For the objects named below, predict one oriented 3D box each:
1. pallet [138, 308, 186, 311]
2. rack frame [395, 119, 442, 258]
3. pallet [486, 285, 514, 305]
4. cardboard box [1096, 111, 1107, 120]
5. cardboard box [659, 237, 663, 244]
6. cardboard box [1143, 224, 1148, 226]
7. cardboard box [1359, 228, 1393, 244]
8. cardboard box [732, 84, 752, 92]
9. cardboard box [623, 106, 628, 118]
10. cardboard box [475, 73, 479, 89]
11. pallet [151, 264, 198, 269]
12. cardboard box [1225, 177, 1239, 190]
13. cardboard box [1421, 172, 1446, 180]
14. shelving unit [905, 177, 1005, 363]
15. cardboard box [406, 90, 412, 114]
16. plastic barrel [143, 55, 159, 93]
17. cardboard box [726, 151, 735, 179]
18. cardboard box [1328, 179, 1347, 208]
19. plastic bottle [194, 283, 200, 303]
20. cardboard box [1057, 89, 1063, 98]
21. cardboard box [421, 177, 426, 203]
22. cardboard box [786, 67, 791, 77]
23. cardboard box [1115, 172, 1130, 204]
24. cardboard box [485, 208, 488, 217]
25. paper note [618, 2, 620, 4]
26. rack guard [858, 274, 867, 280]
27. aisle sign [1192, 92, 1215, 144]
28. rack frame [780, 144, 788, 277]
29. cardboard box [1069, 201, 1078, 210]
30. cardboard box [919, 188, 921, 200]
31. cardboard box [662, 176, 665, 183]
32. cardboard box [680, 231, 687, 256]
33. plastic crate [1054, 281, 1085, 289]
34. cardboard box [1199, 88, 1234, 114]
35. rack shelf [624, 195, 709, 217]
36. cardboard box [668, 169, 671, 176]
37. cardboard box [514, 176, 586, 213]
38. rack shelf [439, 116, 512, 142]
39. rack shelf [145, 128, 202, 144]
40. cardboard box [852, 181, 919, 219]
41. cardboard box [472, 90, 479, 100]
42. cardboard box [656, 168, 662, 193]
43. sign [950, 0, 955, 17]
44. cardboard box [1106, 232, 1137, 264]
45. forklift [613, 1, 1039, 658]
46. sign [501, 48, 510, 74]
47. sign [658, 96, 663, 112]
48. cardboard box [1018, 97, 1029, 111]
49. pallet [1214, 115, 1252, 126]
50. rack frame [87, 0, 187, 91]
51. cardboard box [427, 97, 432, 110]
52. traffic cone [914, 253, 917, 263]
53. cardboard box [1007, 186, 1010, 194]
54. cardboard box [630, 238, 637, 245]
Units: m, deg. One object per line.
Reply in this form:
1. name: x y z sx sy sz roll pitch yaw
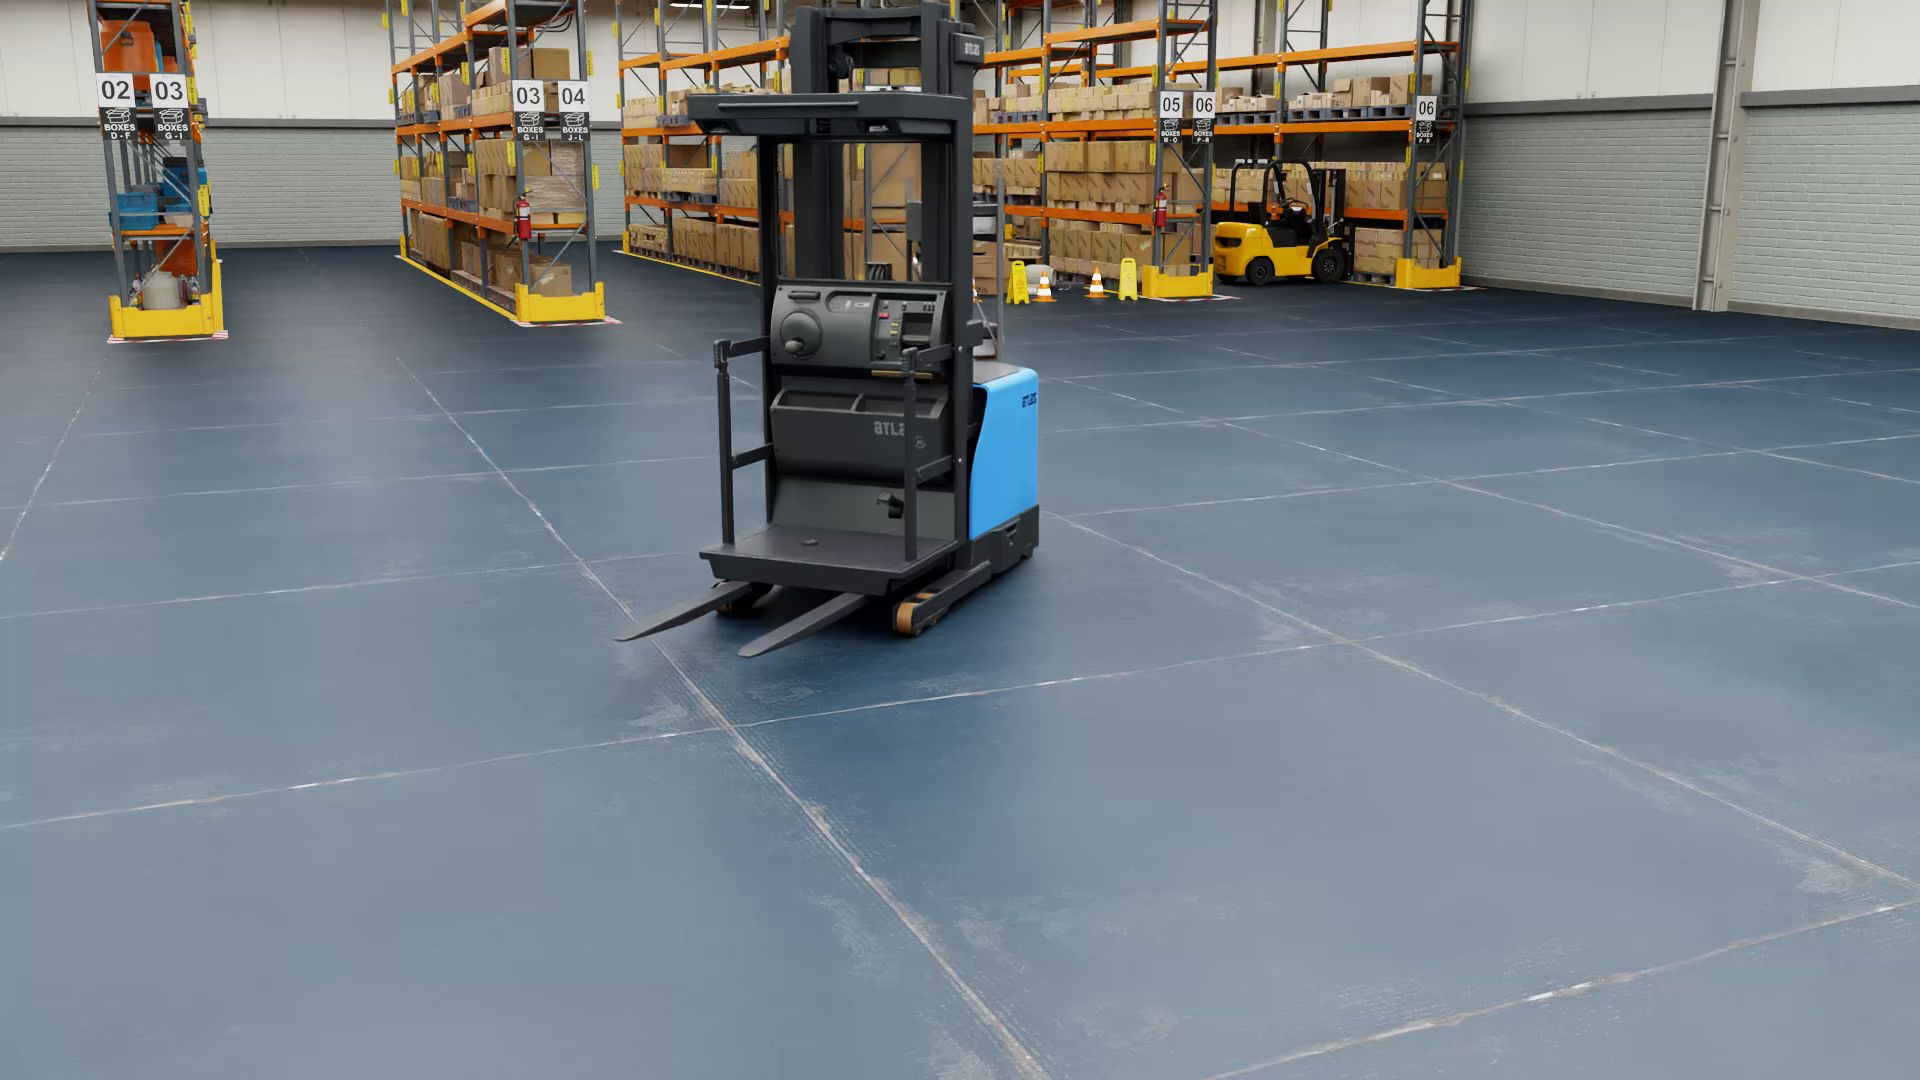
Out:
1. pallet: -10.453 -2.892 21.899 1.003 0.211 1.213 -6 14 -23
2. rack frame: -11.930 -7.824 37.023 1.000 3.000 0.127 -6 14 -23
3. pallet: -6.821 -3.851 26.040 1.003 0.211 1.213 -6 14 -23
4. cardboard box: 2.505 -7.114 27.861 0.380 0.149 0.250 -6 14 -24
5. cardboard box: -6.279 -6.477 35.932 0.380 0.149 0.250 -6 14 -26
6. cardboard box: 4.269 -7.009 36.677 0.380 0.149 0.250 -6 14 -25
7. cardboard box: 7.426 -5.387 29.441 0.500 0.250 0.500 -5 14 -22
8. cardboard box: -4.256 -8.696 32.221 0.396 0.266 0.258 -6 14 -23
9. cardboard box: -7.403 -9.767 37.989 0.500 0.250 0.500 -5 14 -22
10. cardboard box: -7.598 -7.362 27.213 0.797 0.503 0.637 -5 14 -21
11. pallet: -14.595 -5.029 31.129 1.003 0.211 1.213 -6 14 -23
12. cardboard box: 5.661 -7.150 33.333 0.500 0.250 0.500 -5 14 -22
13. cardboard box: 8.208 -6.321 28.868 0.380 0.149 0.250 -6 14 -24
14. shelving unit: -0.034 -1.075 9.859 0.431 2.100 0.503 -6 14 -23
15. cardboard box: -11.306 -9.255 35.180 0.700 0.500 0.500 -7 15 -27
16. plastic barrel: -10.632 -6.053 21.369 0.600 0.588 0.600 0 13 0
17. cardboard box: -3.969 -7.041 31.199 0.700 0.500 0.500 -6 14 -23
18. cardboard box: 7.052 -6.306 30.243 0.500 0.500 0.500 -6 14 -23
19. plastic bottle: -10.573 -3.413 23.014 0.061 0.283 0.133 -5 14 -22
20. cardboard box: 1.915 -7.822 29.150 0.380 0.149 0.250 -5 14 -21
21. cardboard box: -10.372 -6.929 32.933 0.500 0.500 0.500 -6 14 -23
22. cardboard box: -2.600 -7.594 27.013 0.380 0.149 0.250 -6 14 -23
23. cardboard box: 2.894 -5.798 27.389 0.500 0.500 0.500 -6 14 -23
24. cardboard box: -7.098 -5.049 25.590 0.380 0.149 0.250 -6 14 -23
25. paper note: -7.694 -12.110 37.511 0.001 0.032 0.123 -6 14 -23
26. rack guard: -0.926 -3.723 24.846 1.175 0.500 0.348 -6 14 -23
27. aisle sign: 3.869 -6.695 26.381 0.394 0.787 0.004 -6 14 -23
28. rack frame: -2.538 -5.772 28.157 1.000 3.000 0.127 -6 14 -23
29. cardboard box: 2.140 -5.870 29.136 0.380 0.149 0.250 -5 14 -21
30. cardboard box: -0.722 -7.387 35.466 0.500 0.250 0.500 -6 14 -24
31. cardboard box: -6.006 -7.529 34.714 0.380 0.149 0.250 -5 14 -22
32. cardboard box: -5.476 -6.126 34.298 0.500 0.500 0.500 -5 14 -20
33. plastic crate: 1.835 -4.419 28.786 0.402 0.080 0.583 -12 18 -42
34. cardboard box: 5.262 -9.012 34.129 0.700 0.500 0.500 -6 14 -24
35. rack shelf: -6.543 -7.488 37.165 1.077 0.370 4.000 -6 14 -23
36. cardboard box: -5.788 -7.564 34.204 0.380 0.149 0.250 -5 14 -22
37. cardboard box: -5.716 -4.828 23.197 0.875 0.500 0.500 -6 14 -23
38. rack shelf: -7.924 -6.869 27.839 1.077 0.370 4.000 -6 14 -23
39. rack shelf: -15.667 -8.074 33.048 1.077 0.370 4.000 -6 14 -23
40. cardboard box: -1.125 -5.091 24.883 0.875 0.550 0.550 -6 14 -23
41. cardboard box: -7.275 -6.832 25.535 0.380 0.149 0.250 -6 14 -25
42. cardboard box: -6.195 -7.693 35.575 0.500 0.500 0.500 -6 14 -23
43. sign: -0.152 -10.471 32.730 0.100 0.325 0.005 -6 14 -23
44. cardboard box: 2.788 -4.893 27.864 0.500 0.500 0.500 -5 14 -21
45. forklift: -0.587 -1.077 8.022 1.130 2.935 3.031 5 14 22
46. sign: -6.037 -6.365 22.104 0.100 0.325 0.005 -6 14 -23
47. sign: -6.236 -9.087 34.683 0.100 0.325 0.005 -6 14 -23
48. cardboard box: 1.393 -8.045 30.729 0.500 0.250 0.500 -5 14 -22
49. pallet: 5.706 -8.522 33.805 1.003 0.211 1.213 -5 14 -20
50. rack frame: -10.059 -6.994 20.131 1.000 3.000 0.127 -6 14 -23
51. cardboard box: -9.970 -8.385 32.063 0.500 0.311 0.500 -6 14 -25
52. traffic cone: -0.854 -5.103 30.894 0.336 0.463 0.334 -6 14 -23
53. cardboard box: 1.103 -6.616 31.428 0.380 0.149 0.250 -6 14 -23
54. cardboard box: -7.428 -6.930 38.550 0.380 0.149 0.250 -5 14 -22
